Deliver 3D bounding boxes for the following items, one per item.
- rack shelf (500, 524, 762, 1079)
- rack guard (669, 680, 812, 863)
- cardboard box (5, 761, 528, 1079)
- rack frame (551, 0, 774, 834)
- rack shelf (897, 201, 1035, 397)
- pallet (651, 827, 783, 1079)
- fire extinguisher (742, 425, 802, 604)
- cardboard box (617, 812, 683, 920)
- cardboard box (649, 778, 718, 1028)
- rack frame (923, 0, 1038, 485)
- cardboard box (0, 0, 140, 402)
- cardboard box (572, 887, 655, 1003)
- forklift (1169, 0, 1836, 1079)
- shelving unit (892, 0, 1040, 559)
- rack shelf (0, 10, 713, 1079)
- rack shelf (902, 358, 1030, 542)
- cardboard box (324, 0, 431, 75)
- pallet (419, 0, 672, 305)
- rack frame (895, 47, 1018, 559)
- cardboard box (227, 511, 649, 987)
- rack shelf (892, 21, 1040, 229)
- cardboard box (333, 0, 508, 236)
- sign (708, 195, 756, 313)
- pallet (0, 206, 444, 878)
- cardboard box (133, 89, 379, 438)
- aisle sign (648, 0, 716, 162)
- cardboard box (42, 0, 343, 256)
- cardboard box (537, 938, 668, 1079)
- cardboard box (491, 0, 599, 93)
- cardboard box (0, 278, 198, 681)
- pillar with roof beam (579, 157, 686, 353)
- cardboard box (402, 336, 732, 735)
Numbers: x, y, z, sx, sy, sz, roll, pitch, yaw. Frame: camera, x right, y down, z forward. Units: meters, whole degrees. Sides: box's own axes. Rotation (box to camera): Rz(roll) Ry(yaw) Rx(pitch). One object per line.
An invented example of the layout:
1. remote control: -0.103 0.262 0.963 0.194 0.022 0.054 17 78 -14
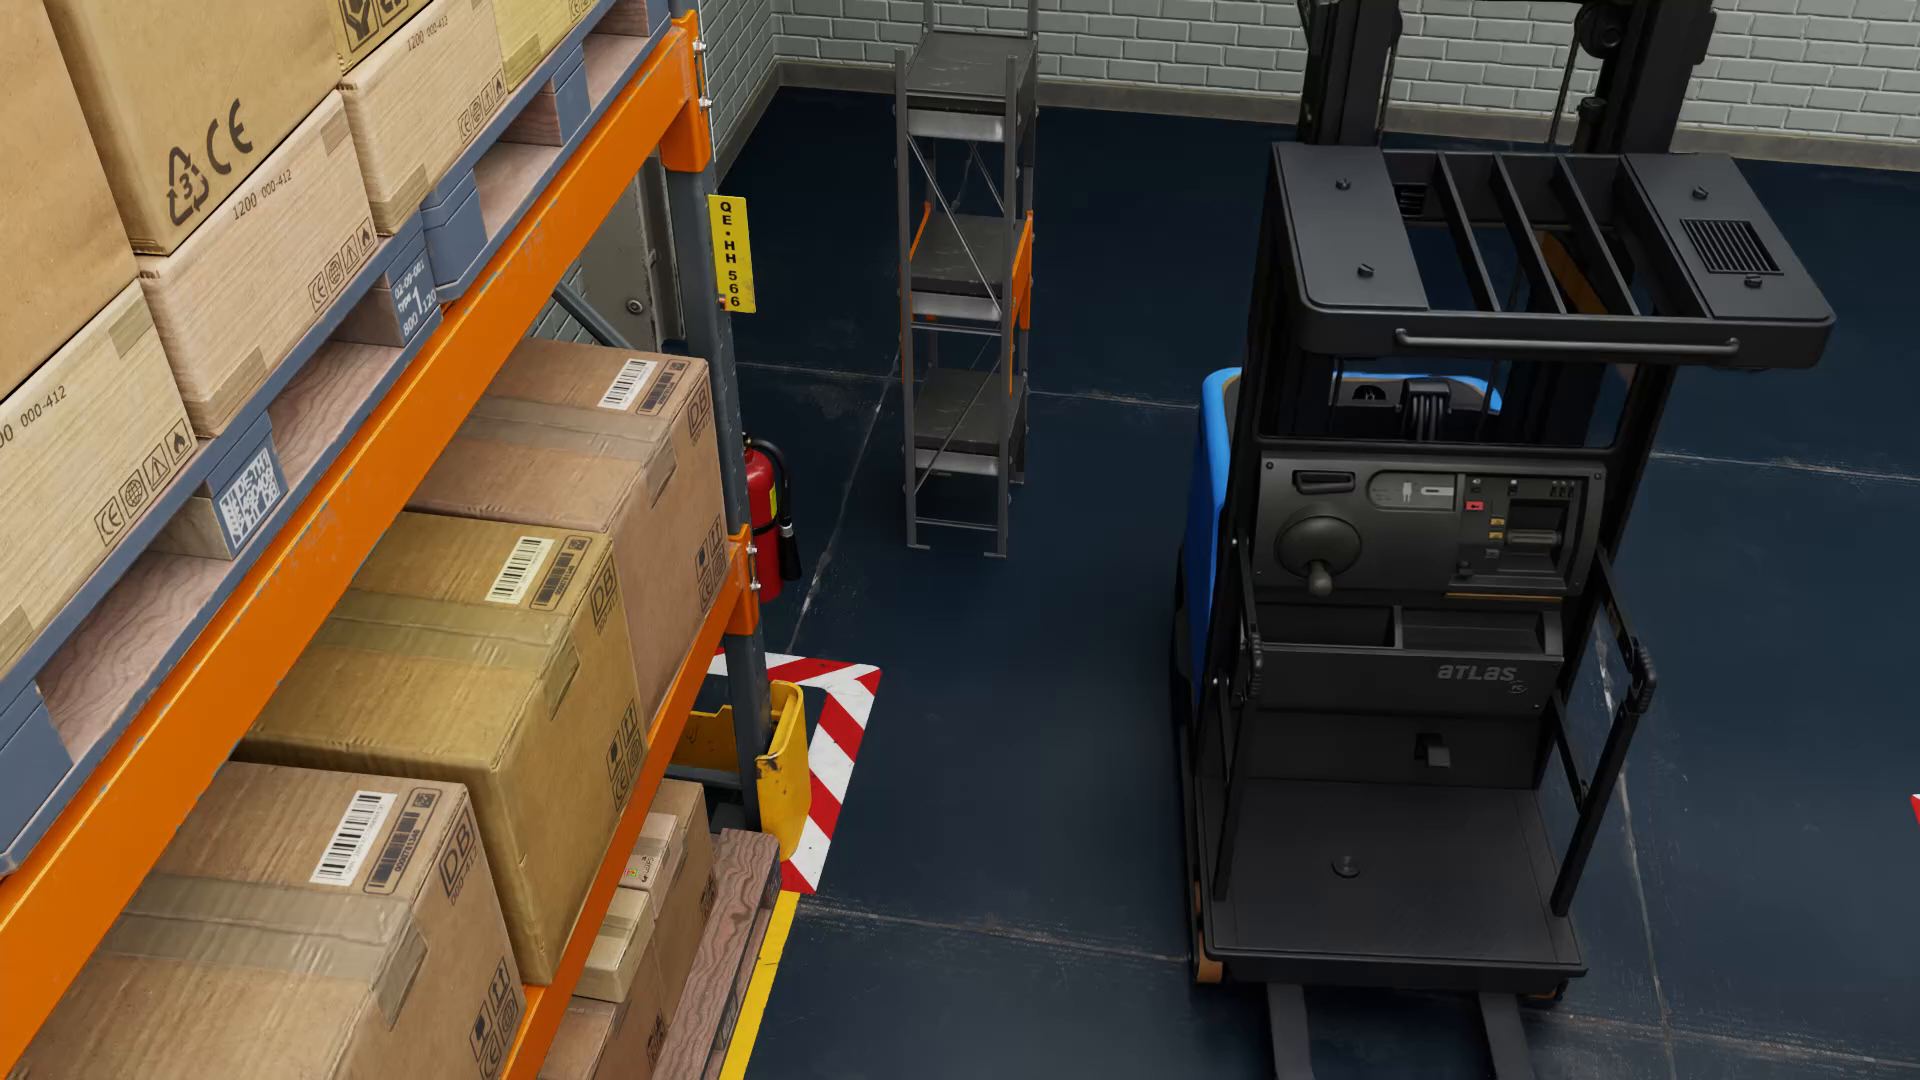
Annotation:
1. rack shelf: -1.451 1.288 3.403 1.077 0.370 4.000 6 40 8
2. rack guard: -1.101 0.704 5.506 1.175 0.500 0.348 6 40 8
3. cardboard box: -1.440 0.897 3.076 0.980 0.700 0.700 5 40 6
4. rack frame: -1.105 -0.244 4.691 1.000 3.000 0.127 6 40 8
5. rack shelf: 0.029 -0.903 6.215 0.431 0.518 0.480 6 40 8
6. pallet: -1.167 1.341 4.963 1.003 0.211 1.213 6 40 8
7. fire extinguisher: -0.625 -0.115 4.888 0.296 0.674 0.183 6 40 8
8. cardboard box: -0.971 0.858 4.481 0.380 0.149 0.250 6 40 7
9. cardboard box: -1.128 1.008 4.809 0.700 0.500 0.500 6 40 8
10. rack frame: 0.071 -1.066 6.392 0.400 2.100 0.015 6 40 8
11. cardboard box: -1.235 -0.372 1.613 0.500 0.500 0.500 7 40 8
12. cardboard box: -1.014 1.019 4.287 0.380 0.149 0.250 7 40 9
13. forklift: 1.272 0.044 4.396 1.130 2.935 3.031 2 40 2
14. shelving unit: 0.029 -0.913 6.207 0.431 2.100 0.503 6 40 8
15. rack shelf: -1.451 0.132 2.447 1.077 0.370 4.000 6 40 8
16. rack shelf: 0.029 -0.363 6.661 0.431 0.518 0.480 6 40 8
17. cardboard box: -1.061 -1.030 2.408 0.500 0.500 0.500 8 40 9
18. pallet: -1.223 -0.899 3.199 1.003 0.211 1.213 6 40 8
19. rack frame: -0.014 -0.760 6.021 0.400 2.100 0.015 6 40 8
20. cardboard box: -1.299 0.419 3.654 0.980 0.700 0.700 6 40 7
21. rack shelf: 0.029 -1.442 5.769 0.431 0.518 0.480 6 40 8
22. cardboard box: -1.060 -0.727 2.631 0.500 0.250 0.500 5 40 6
23. sign: -0.573 -0.713 4.164 0.100 0.325 0.005 6 40 8
24. pallet: -1.432 -0.132 2.271 1.003 0.211 1.213 6 40 8
25. cardboard box: -1.145 -0.400 2.236 0.500 0.250 0.500 5 40 6
26. aisle sign: -0.797 -1.258 3.878 0.394 0.787 0.004 6 40 8
27. cardboard box: -1.143 -0.701 2.011 0.500 0.500 0.500 5 40 6
28. cardboard box: -1.214 1.322 4.430 0.700 0.500 0.500 6 40 8
29. cardboard box: -0.971 -1.054 3.026 0.500 0.250 0.500 8 40 9
30. cardboard box: -1.235 -0.078 1.846 0.500 0.250 0.500 5 40 6
31. pillar with roof beam: 2.750 -3.872 4.371 9.100 9.000 0.400 6 40 8
32. cardboard box: -1.184 -0.039 4.207 0.980 0.700 0.700 8 40 10
